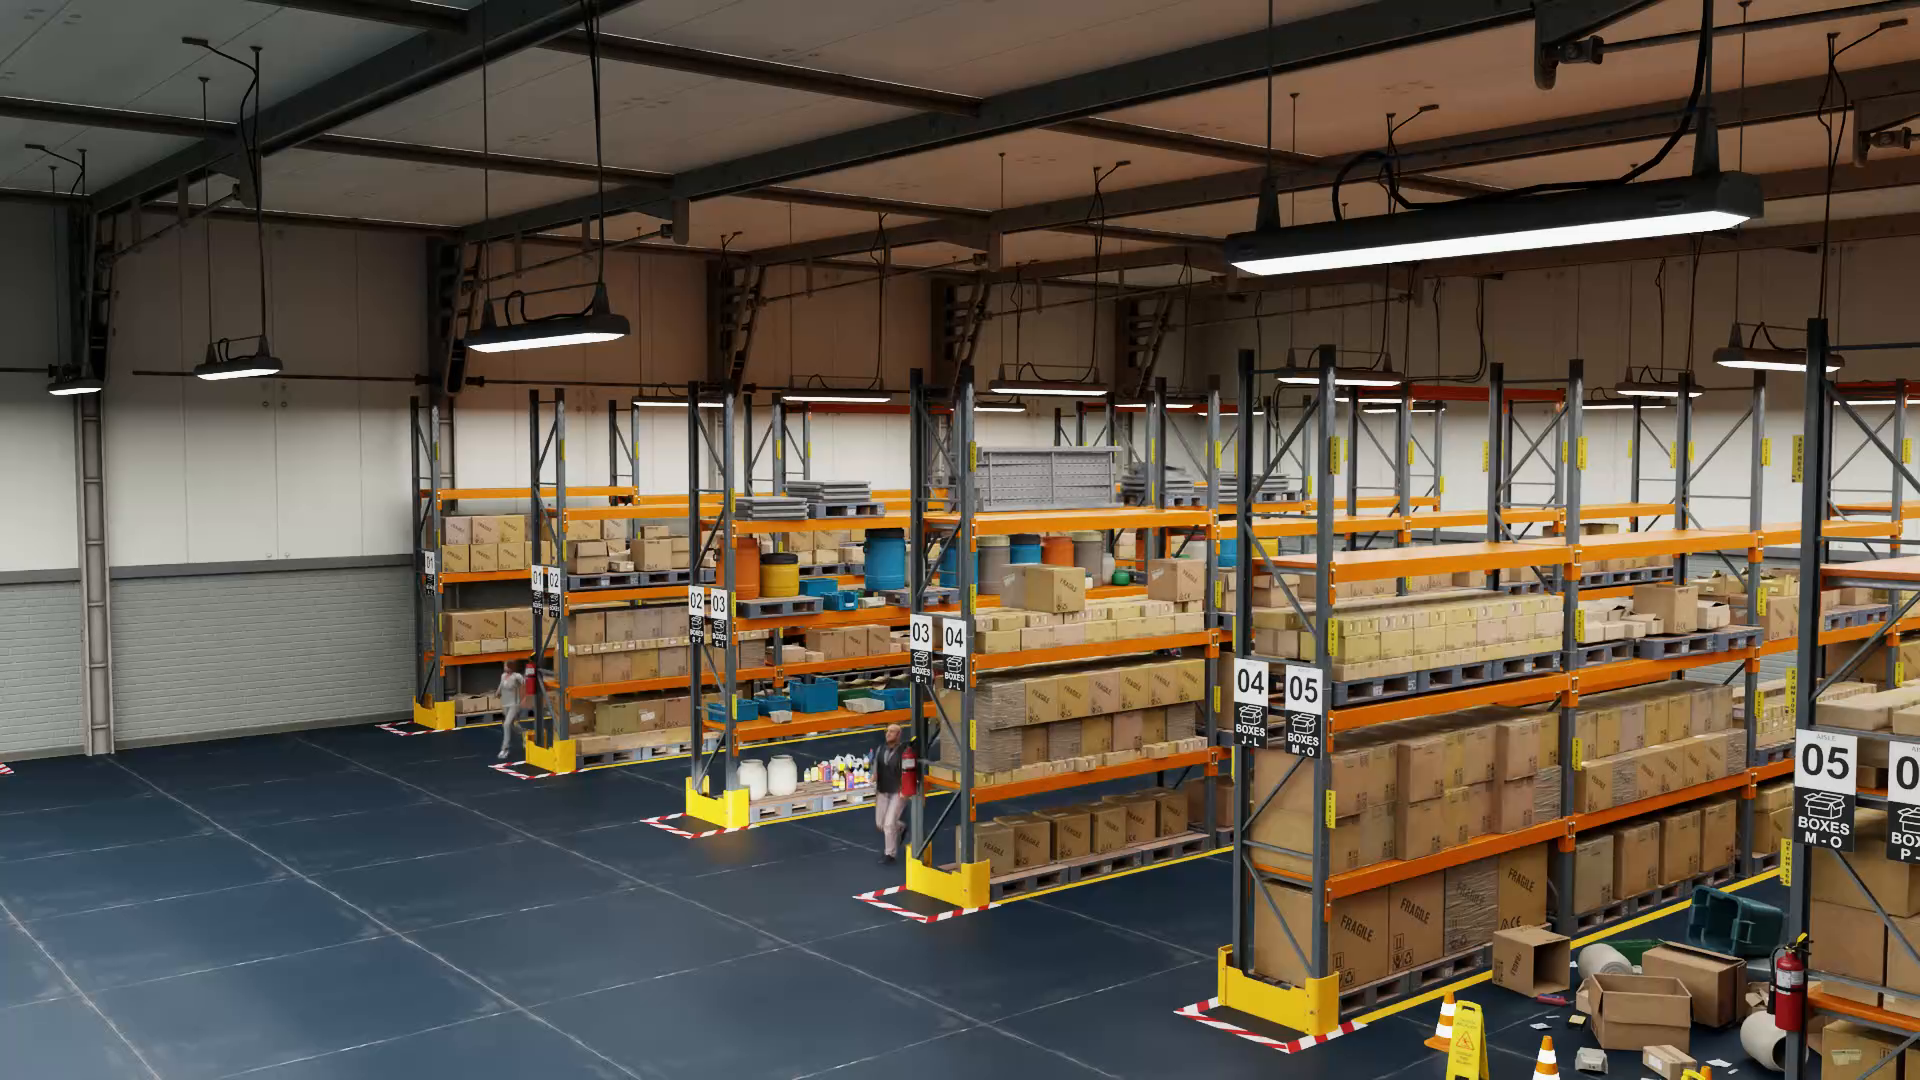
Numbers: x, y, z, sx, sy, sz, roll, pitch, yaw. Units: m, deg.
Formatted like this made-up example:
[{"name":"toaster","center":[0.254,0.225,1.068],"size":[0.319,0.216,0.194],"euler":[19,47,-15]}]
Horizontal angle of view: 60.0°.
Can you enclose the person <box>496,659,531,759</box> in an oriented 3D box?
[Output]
[{"name":"person","center":[-7.385,2.759,27.491],"size":[0.576,1.604,0.823],"euler":[2,4,32]}]

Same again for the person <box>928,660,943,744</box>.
[{"name":"person","center":[-0.387,2.543,27.425],"size":[0.791,1.688,0.554],"euler":[-3,5,-45]}]

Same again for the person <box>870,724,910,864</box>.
[{"name":"person","center":[-0.801,3.108,20.521],"size":[0.664,1.684,0.720],"euler":[2,4,32]}]
